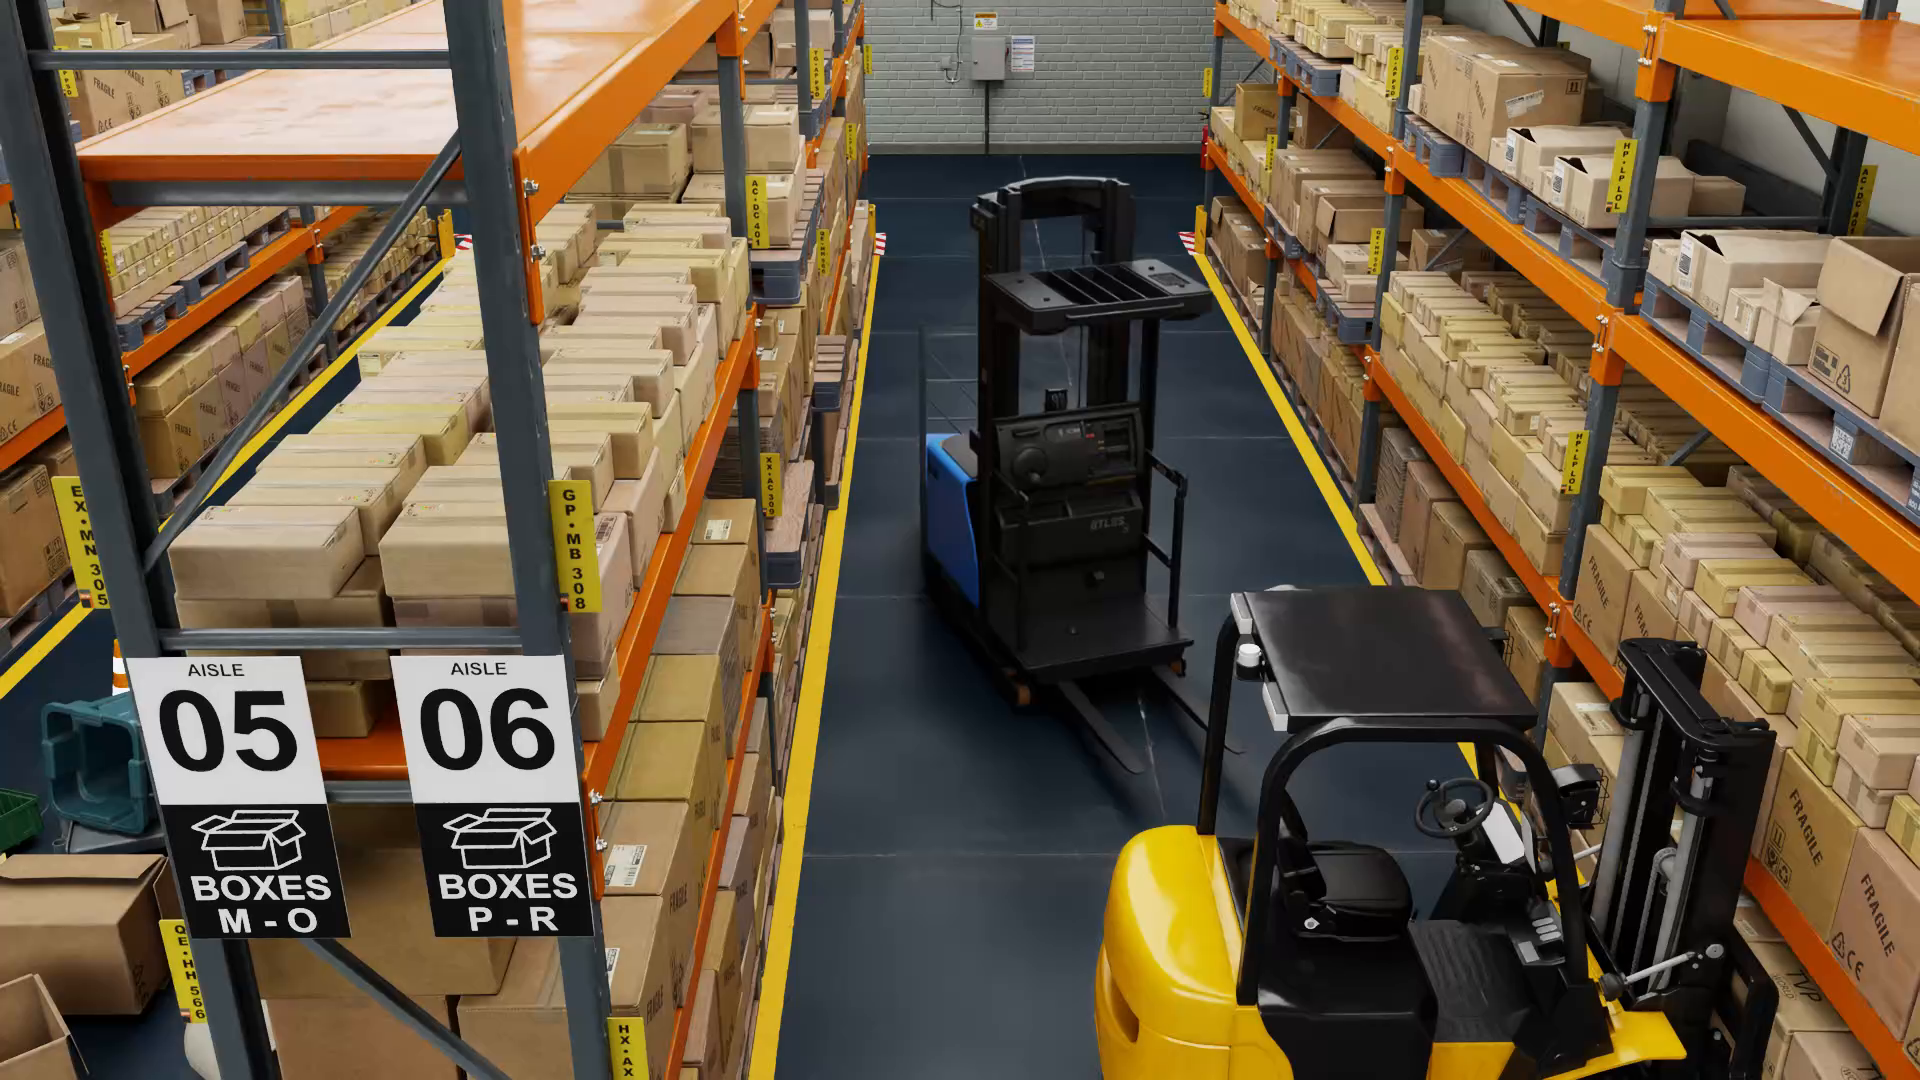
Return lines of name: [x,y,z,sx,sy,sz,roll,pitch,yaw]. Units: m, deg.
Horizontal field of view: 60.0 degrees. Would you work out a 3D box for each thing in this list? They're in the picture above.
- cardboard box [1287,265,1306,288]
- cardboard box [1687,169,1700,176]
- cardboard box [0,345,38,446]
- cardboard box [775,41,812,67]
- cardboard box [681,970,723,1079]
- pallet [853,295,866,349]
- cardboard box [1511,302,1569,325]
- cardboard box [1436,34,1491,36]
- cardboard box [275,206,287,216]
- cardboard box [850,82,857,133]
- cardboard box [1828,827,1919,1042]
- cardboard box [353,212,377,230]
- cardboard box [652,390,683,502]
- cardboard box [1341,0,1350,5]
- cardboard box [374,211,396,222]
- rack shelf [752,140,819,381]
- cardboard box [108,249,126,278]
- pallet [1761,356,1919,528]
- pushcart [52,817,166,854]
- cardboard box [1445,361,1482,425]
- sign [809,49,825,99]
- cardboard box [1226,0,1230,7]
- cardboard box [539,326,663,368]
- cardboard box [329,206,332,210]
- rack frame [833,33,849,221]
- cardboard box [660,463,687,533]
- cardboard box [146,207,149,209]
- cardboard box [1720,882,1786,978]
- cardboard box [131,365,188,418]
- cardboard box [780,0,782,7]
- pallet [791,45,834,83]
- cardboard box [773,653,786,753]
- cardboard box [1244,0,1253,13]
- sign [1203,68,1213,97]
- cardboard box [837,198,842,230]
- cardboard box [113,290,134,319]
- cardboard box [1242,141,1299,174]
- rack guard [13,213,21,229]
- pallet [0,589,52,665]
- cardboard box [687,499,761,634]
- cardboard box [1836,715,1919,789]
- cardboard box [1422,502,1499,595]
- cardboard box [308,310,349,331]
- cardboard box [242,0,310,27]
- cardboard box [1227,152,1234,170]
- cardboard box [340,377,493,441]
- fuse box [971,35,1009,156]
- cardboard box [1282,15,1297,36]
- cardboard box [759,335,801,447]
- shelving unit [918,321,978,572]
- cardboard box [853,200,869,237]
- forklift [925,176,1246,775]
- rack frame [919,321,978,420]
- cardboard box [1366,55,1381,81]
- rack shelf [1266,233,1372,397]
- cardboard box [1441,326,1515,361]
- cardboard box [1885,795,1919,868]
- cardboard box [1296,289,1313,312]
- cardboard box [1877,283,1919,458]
cardboard box: [3.207,-2.412,15.202,0.380,0.149,0.250,-1,24,-3]
cardboard box: [3.570,-1.831,8.575,0.380,0.149,0.250,0,24,-1]
cardboard box: [-6.167,-0.898,10.358,0.500,0.500,0.500,-1,24,-1]
cardboard box: [-1.374,-3.834,13.104,0.380,0.166,0.250,2,24,4]
cardboard box: [-1.157,1.945,6.110,0.500,0.500,0.500,-1,24,-3]
pallet: [-1.475,-2.204,16.750,1.003,0.211,1.213,0,24,-1]
cardboard box: [3.797,-1.429,10.745,0.380,0.149,0.250,-1,24,-2]
cardboard box: [3.706,-3.621,12.197,0.380,0.149,0.250,1,24,1]
cardboard box: [-6.291,-3.011,14.946,0.380,0.149,0.250,-1,24,-2]
cardboard box: [-1.301,-4.278,16.618,0.500,0.500,0.500,0,24,0]
cardboard box: [3.285,1.299,5.499,0.500,0.500,0.500,0,24,1]
cardboard box: [-6.748,-3.578,18.632,0.380,0.149,0.250,0,24,0]
cardboard box: [-1.179,-0.279,5.290,0.500,0.250,0.500,0,24,1]
cardboard box: [3.539,-4.686,14.527,0.380,0.149,0.250,-1,24,-1]
cardboard box: [-6.332,-3.588,18.654,0.380,0.149,0.250,0,24,0]
rack shelf: [-1.479,-1.727,9.545,1.077,0.370,4.000,0,24,-1]
cardboard box: [-6.261,-1.990,11.966,0.380,0.149,0.250,0,24,0]
pallet: [3.552,-0.362,5.760,1.003,0.211,1.213,0,24,-1]
pushcart: [-3.737,1.362,8.665,1.648,0.377,0.936,-9,26,-19]
cardboard box: [3.246,-0.879,10.013,0.500,0.250,0.500,0,24,0]
sign: [-0.958,-3.116,11.116,0.100,0.325,0.005,0,24,-1]
cardboard box: [3.146,-5.953,18.320,0.380,0.149,0.250,0,24,1]
cardboard box: [-1.199,-0.606,5.530,0.380,0.149,0.250,0,24,1]
cardboard box: [-6.246,-3.207,15.888,0.380,0.149,0.250,0,24,1]
rack frame: [-1.545,-3.161,15.482,1.000,3.000,0.127,0,24,-1]
cardboard box: [-1.111,-0.139,5.465,0.380,0.149,0.250,0,24,0]
cardboard box: [-6.936,-2.851,13.871,0.380,0.149,0.250,0,24,-1]
cardboard box: [3.208,1.551,6.678,0.500,0.250,0.500,-1,24,-2]
cardboard box: [-6.215,-1.128,12.601,0.500,0.250,0.500,-1,24,-3]
cardboard box: [-1.874,-5.020,15.628,0.380,0.149,0.250,0,24,1]
pallet: [-1.485,-4.063,14.068,0.805,0.209,1.217,-1,24,-3]
cardboard box: [-1.466,0.926,9.126,0.950,0.372,0.625,0,24,0]
cardboard box: [3.155,-5.449,16.723,0.500,0.250,0.500,-1,24,-1]
sign: [2.832,-5.225,18.995,0.100,0.325,0.005,0,24,-1]
cardboard box: [-1.272,-2.720,14.083,0.500,0.250,0.500,0,24,1]
cardboard box: [-6.253,-1.711,12.071,0.380,0.149,0.250,-1,24,-1]
cardboard box: [3.157,-3.872,16.876,0.500,0.250,0.500,0,24,-1]
rack guard: [-11.498,-3.635,19.564,1.175,0.500,0.348,0,24,-1]
pallet: [-6.506,0.649,10.443,1.003,0.211,1.213,0,24,-1]
cardboard box: [-1.204,0.137,7.709,0.500,0.500,0.500,-1,24,-2]
cardboard box: [3.229,0.718,5.636,0.380,0.149,0.250,0,24,1]
cardboard box: [3.478,0.158,10.516,0.875,0.625,0.625,-1,24,-3]
cardboard box: [-6.176,-2.141,16.176,0.380,0.149,0.250,-1,24,-3]
cardboard box: [-6.259,-4.822,15.091,0.500,0.250,0.500,1,24,1]
cardboard box: [3.069,-4.050,17.754,0.380,0.149,0.250,-1,24,-2]
cardboard box: [-1.645,-0.387,5.045,0.380,0.149,0.250,0,24,-1]
fuse box: [0.429,-6.495,24.417,0.539,1.711,0.414,0,24,-1]
cardboard box: [2.992,-4.442,14.349,0.380,0.149,0.250,0,24,0]
cardboard box: [-1.174,-0.841,9.361,0.500,0.500,0.500,0,24,-1]
shelving unit: [-0.034,-0.681,11.819,0.538,1.500,1.048,-1,24,-1]
cardboard box: [-1.481,-3.561,18.967,0.875,0.438,0.875,-1,24,-2]
forklift: [0.735,-0.522,9.731,1.130,2.935,3.031,-8,26,-18]
rack frame: [-0.046,-0.890,12.282,0.500,1.500,0.032,-1,24,-1]
cardboard box: [3.211,-3.479,12.243,0.380,0.149,0.250,0,24,-1]
rack shelf: [3.440,-2.033,13.860,1.077,0.370,4.000,0,24,-1]
cardboard box: [3.196,-1.213,10.267,0.380,0.149,0.250,0,24,1]
cardboard box: [3.300,0.963,5.456,0.380,0.149,0.250,0,24,-1]
cardboard box: [3.251,-2.164,15.014,0.380,0.149,0.250,-1,24,-3]
cardboard box: [3.390,-0.493,5.190,0.700,0.500,0.500,0,24,0]
